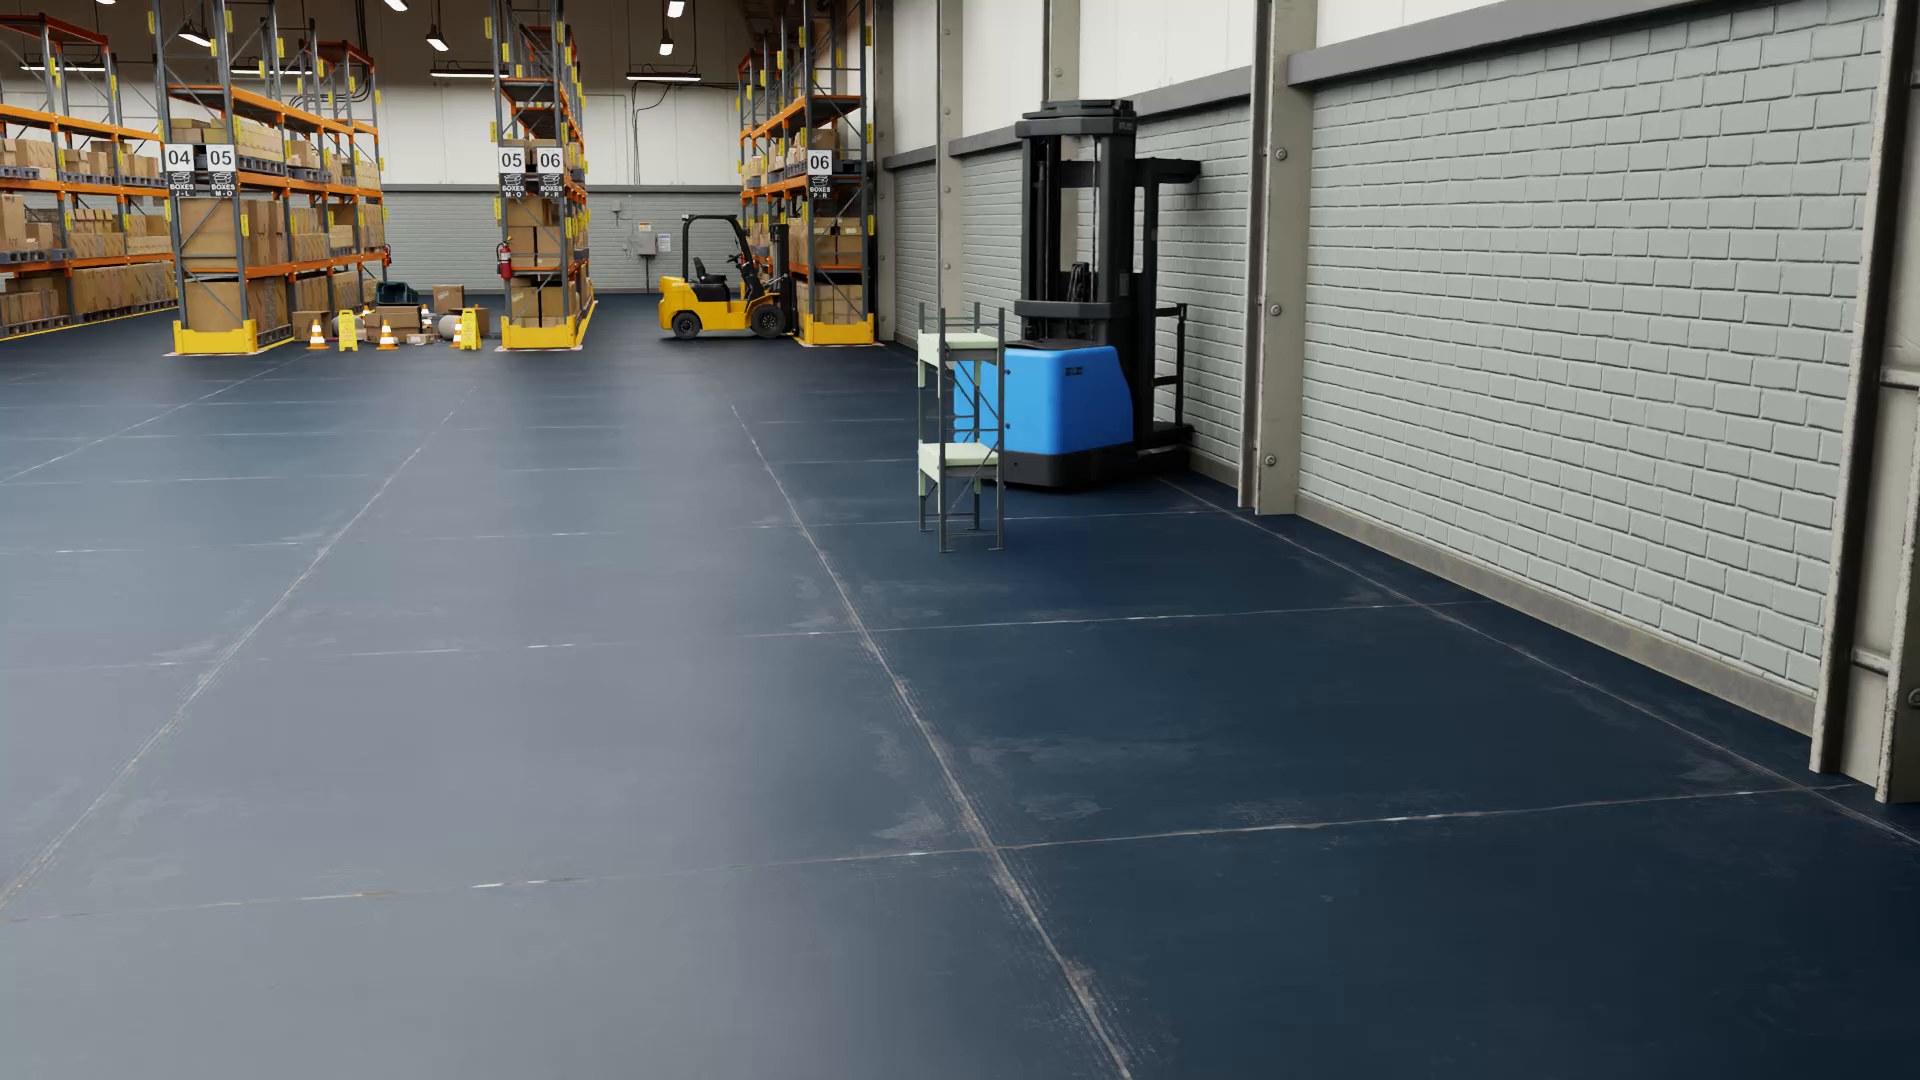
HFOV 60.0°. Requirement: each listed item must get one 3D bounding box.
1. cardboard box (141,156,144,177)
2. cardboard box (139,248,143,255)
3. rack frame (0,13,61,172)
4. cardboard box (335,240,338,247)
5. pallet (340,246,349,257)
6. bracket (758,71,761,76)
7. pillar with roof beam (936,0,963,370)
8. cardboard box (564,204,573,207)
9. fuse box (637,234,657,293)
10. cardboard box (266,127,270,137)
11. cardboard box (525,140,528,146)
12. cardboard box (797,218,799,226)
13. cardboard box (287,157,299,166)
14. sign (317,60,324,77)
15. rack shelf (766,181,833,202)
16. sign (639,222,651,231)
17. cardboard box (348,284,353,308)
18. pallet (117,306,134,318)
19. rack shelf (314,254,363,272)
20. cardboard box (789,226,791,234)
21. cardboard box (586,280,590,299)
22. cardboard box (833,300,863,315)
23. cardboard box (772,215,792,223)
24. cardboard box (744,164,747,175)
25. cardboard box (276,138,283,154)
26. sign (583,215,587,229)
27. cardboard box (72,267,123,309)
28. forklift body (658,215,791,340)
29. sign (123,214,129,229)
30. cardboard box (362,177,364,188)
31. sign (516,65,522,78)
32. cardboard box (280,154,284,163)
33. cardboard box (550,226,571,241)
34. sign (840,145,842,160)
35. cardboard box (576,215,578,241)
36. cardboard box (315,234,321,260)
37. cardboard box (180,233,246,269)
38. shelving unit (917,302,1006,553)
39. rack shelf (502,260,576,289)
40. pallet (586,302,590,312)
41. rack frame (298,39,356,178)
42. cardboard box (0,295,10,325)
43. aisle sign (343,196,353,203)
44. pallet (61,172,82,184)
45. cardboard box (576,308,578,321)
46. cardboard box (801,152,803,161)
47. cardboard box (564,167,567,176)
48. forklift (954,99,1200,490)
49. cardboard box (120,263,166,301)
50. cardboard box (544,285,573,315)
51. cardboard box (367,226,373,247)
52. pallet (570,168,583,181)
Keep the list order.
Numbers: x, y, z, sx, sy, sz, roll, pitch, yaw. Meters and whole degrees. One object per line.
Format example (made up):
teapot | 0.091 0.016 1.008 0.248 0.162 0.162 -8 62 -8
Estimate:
cardboard box | -19.466 -8.708 38.744 0.700 0.500 0.500 -3 11 -15
cardboard box | -18.868 -6.578 37.905 0.380 0.149 0.250 -2 11 -13
rack frame | -18.203 -8.704 32.358 1.000 3.000 0.127 -2 11 -11
cardboard box | -13.420 -6.288 35.257 0.380 0.149 0.250 -2 11 -9
pallet | -13.743 -6.186 35.687 1.003 0.211 1.213 -2 11 -11
bracket | -5.700 -13.506 47.962 0.235 0.232 0.430 -2 11 -11
pillar with roof beam | -4.365 -6.682 21.734 9.100 9.000 0.400 -2 11 -11
cardboard box | -9.067 -7.777 38.857 0.380 0.149 0.250 -2 11 -12
fuse box | -9.069 -8.034 48.332 0.539 1.711 0.414 -2 11 -11
cardboard box | -11.958 -6.941 28.267 0.380 0.149 0.250 -2 11 -11
cardboard box | -7.294 -6.492 27.297 0.380 0.149 0.250 -2 11 -10
cardboard box | -2.681 -5.633 29.473 0.380 0.149 0.250 -2 11 -10
cardboard box | -12.558 -7.057 31.009 0.380 0.149 0.250 -2 11 -11
sign | -12.774 -9.423 33.216 0.100 0.325 0.005 -2 11 -11
rack shelf | -3.225 -7.052 33.624 1.077 0.370 4.000 -2 11 -11
sign | -9.164 -9.109 48.323 0.339 0.242 0.001 -2 11 -11
cardboard box | -13.510 -5.315 36.164 0.500 0.500 0.500 -2 11 -12
pallet | -18.757 -4.982 36.305 1.003 0.211 1.213 -2 11 -11
rack shelf | -13.707 -5.932 35.764 1.077 0.370 4.000 -2 11 -11
cardboard box | -3.032 -5.864 31.483 0.380 0.149 0.250 -2 11 -12
cardboard box | -9.452 -6.081 40.355 0.875 0.438 0.875 -2 11 -13
cardboard box | -1.946 -4.026 28.719 0.500 0.250 0.500 -2 11 -10
cardboard box | -4.421 -7.755 41.021 0.500 0.500 0.500 -2 11 -13
cardboard box | -5.139 -9.281 41.681 0.500 0.250 0.500 -2 11 -12
cardboard box | -12.193 -6.905 29.147 0.500 0.250 0.500 -2 11 -12
sign | -8.730 -7.402 38.679 0.100 0.325 0.005 -2 11 -11
cardboard box | -18.662 -5.372 35.459 1.225 0.875 0.875 -3 11 -13
forklift body | -4.217 -4.695 29.614 2.313 2.155 1.214 -2 11 -11
sign | -18.451 -7.042 36.786 0.100 0.325 0.005 -2 11 -11
cardboard box | -14.034 -8.238 38.335 0.500 0.250 0.500 -2 11 -12
sign | -9.026 -9.580 34.040 0.100 0.325 0.005 -2 11 -11
cardboard box | -12.156 -6.735 29.319 0.380 0.149 0.250 -2 11 -11
cardboard box | -7.058 -5.223 29.054 0.500 0.500 0.500 -2 11 -12
sign | -2.292 -7.351 31.681 0.100 0.325 0.005 -2 11 -11
cardboard box | -7.695 -6.064 32.350 0.500 0.500 0.500 -2 11 -11
cardboard box | -12.774 -5.711 32.415 0.500 0.500 0.500 -2 11 -12
cardboard box | -11.879 -4.591 26.395 0.875 0.550 0.550 -2 11 -11
shelving unit | 0.001 -0.736 10.550 0.431 1.500 0.755 -2 11 -11
rack shelf | -7.315 -4.663 29.098 1.077 0.370 4.000 -2 11 -11
pallet | -9.036 -5.342 38.198 1.003 0.211 1.213 -2 11 -11
rack frame | -14.096 -9.599 37.063 1.000 3.000 0.127 -2 11 -11
cardboard box | -17.523 -4.125 29.853 0.700 0.500 0.500 -3 11 -15
aisle sign | -15.183 -8.665 41.248 0.394 0.787 0.004 -2 11 -11
pallet | -18.380 -7.254 33.266 1.213 0.211 1.003 -2 11 -8
cardboard box | -7.326 -4.140 30.657 0.500 0.250 0.500 -2 11 -8
cardboard box | -2.517 -6.577 28.490 0.380 0.149 0.250 -2 11 -13
cardboard box | -6.928 -6.309 28.473 0.380 0.149 0.250 -2 11 -10
forklift | 1.250 -2.041 13.579 1.130 2.935 3.031 8 14 38
cardboard box | -19.379 -6.105 39.309 0.875 0.875 0.875 -2 11 -11
cardboard box | -6.923 -4.132 28.607 0.500 0.500 0.500 -3 11 -13
cardboard box | -14.111 -7.131 39.080 0.500 0.500 0.500 -2 11 -12
pallet | -7.720 -6.882 31.310 1.213 0.211 1.003 -2 11 -11
